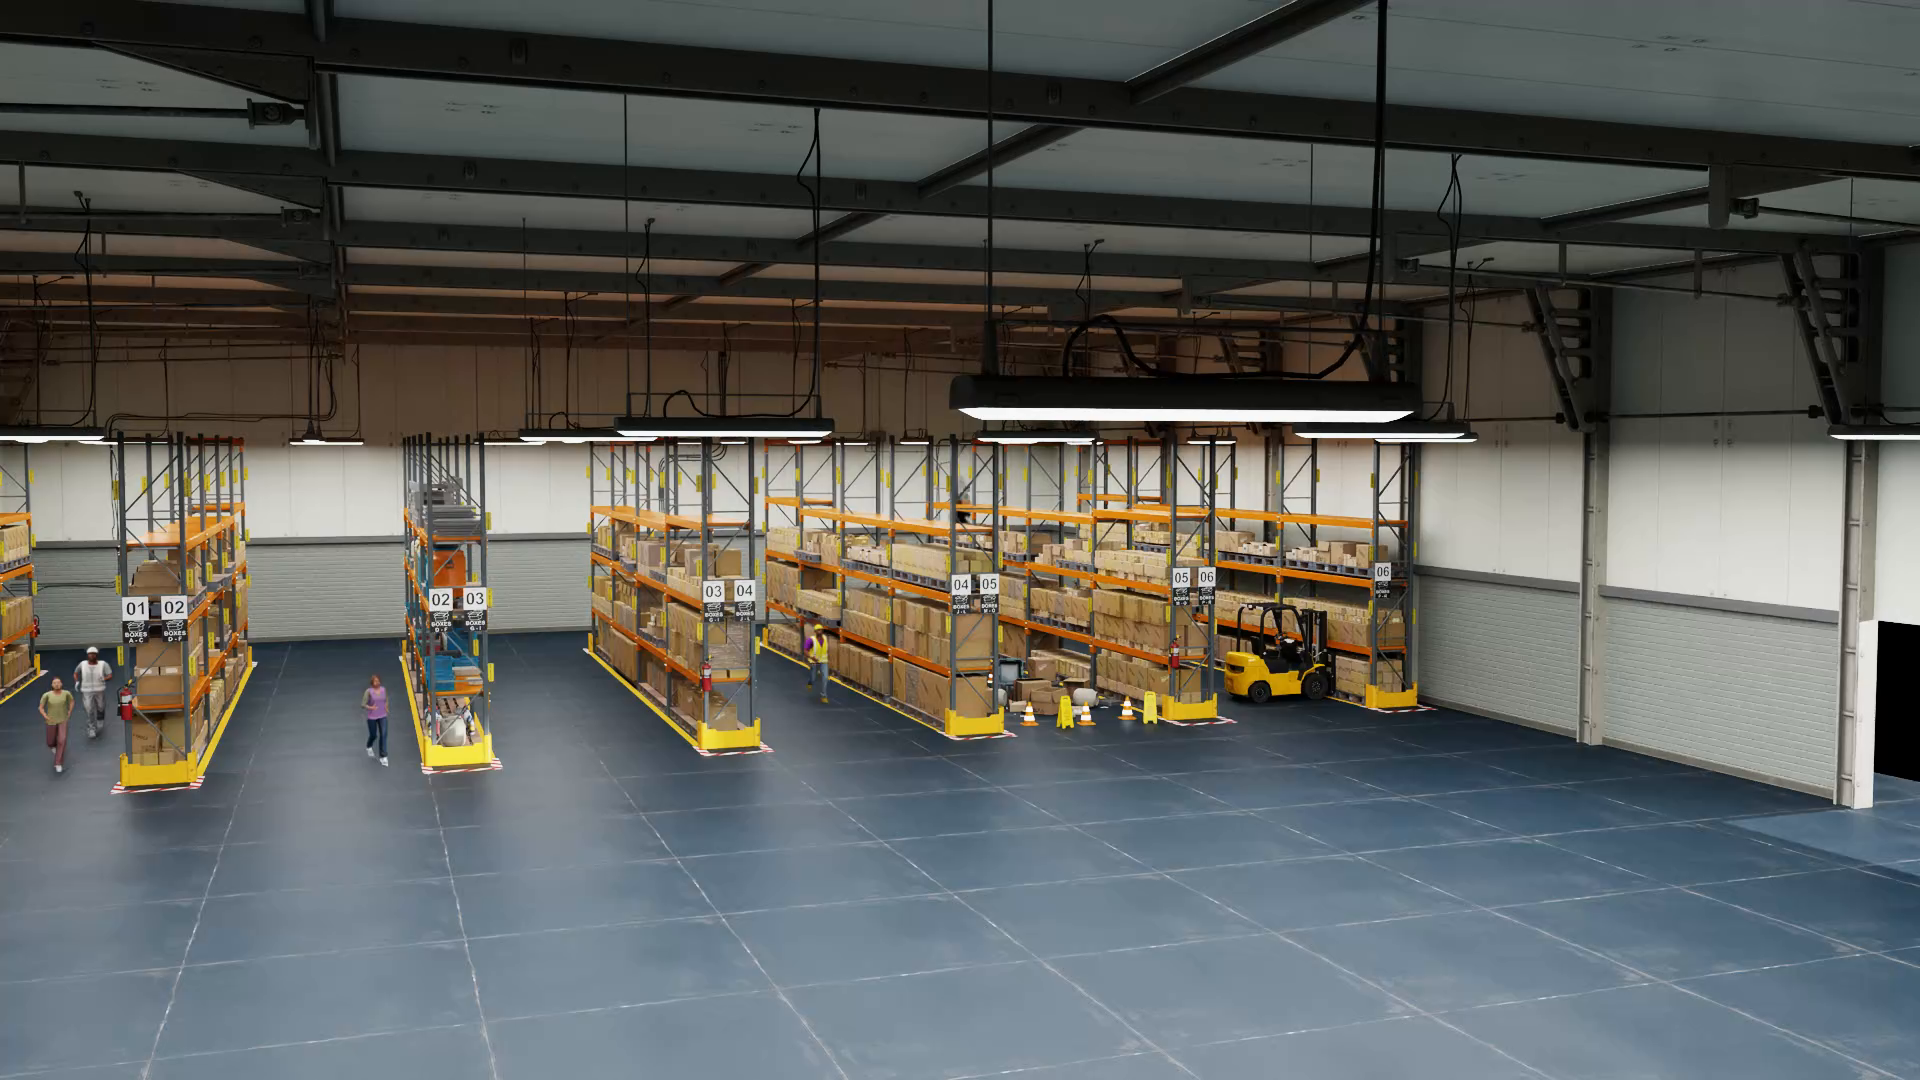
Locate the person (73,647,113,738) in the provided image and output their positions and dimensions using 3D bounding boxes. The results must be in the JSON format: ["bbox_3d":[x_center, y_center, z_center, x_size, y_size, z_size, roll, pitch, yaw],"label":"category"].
[{"bbox_3d":[-17.194,3.004,32.991,0.696,1.763,0.941,-2,4,-26],"label":"person"}]

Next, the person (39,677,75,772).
[{"bbox_3d":[-16.170,3.274,29.780,0.560,1.653,1.005,-1,3,-25],"label":"person"}]

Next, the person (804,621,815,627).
[{"bbox_3d":[-4.494,2.113,49.801,0.742,1.754,0.560,-1,3,-22],"label":"person"}]

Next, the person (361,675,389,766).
[{"bbox_3d":[-10.596,3.242,30.184,0.538,1.605,0.877,-2,4,-36],"label":"person"}]

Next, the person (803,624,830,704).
[{"bbox_3d":[-3.231,2.782,37.658,0.670,1.757,1.099,-1,3,-22],"label":"person"}]
